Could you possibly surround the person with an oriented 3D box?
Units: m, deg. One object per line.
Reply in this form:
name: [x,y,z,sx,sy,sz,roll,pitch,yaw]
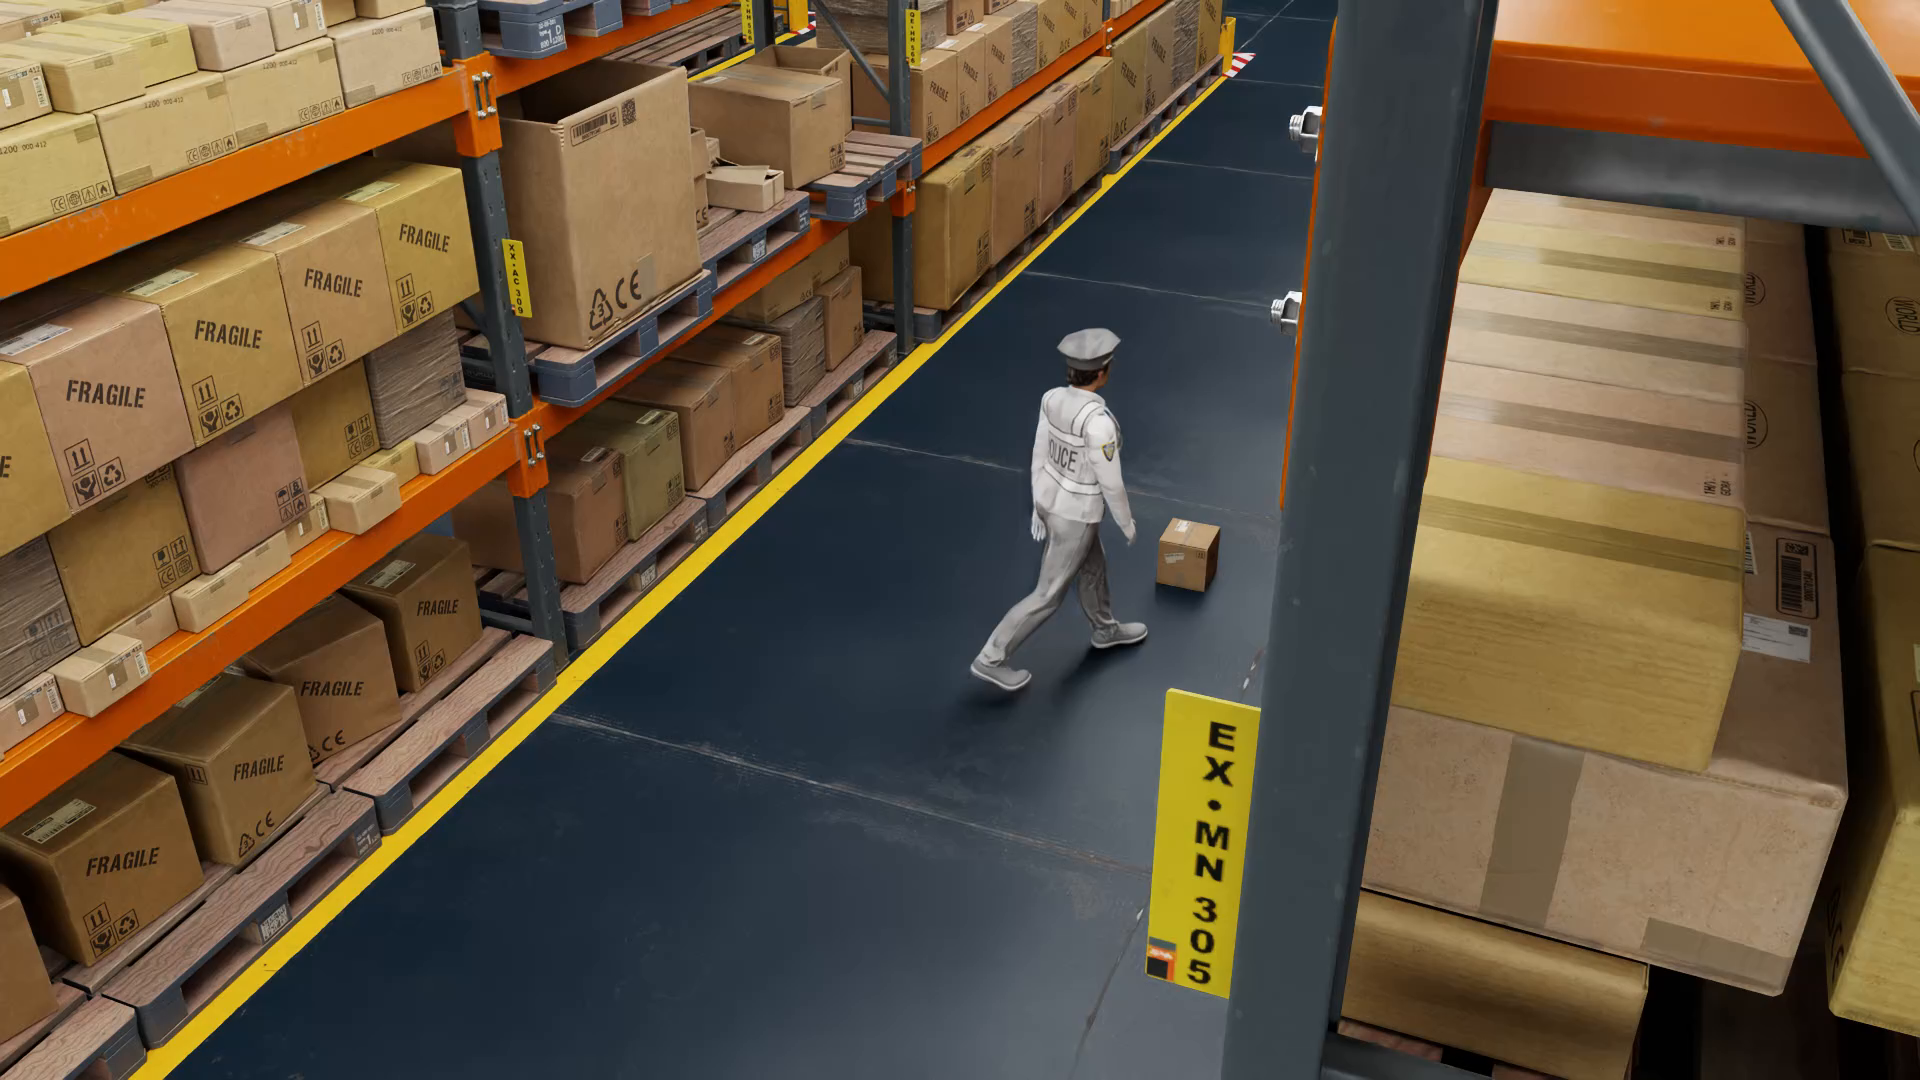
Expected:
person: [0.478,-0.117,7.339,0.970,1.620,0.471,-11,32,-18]
